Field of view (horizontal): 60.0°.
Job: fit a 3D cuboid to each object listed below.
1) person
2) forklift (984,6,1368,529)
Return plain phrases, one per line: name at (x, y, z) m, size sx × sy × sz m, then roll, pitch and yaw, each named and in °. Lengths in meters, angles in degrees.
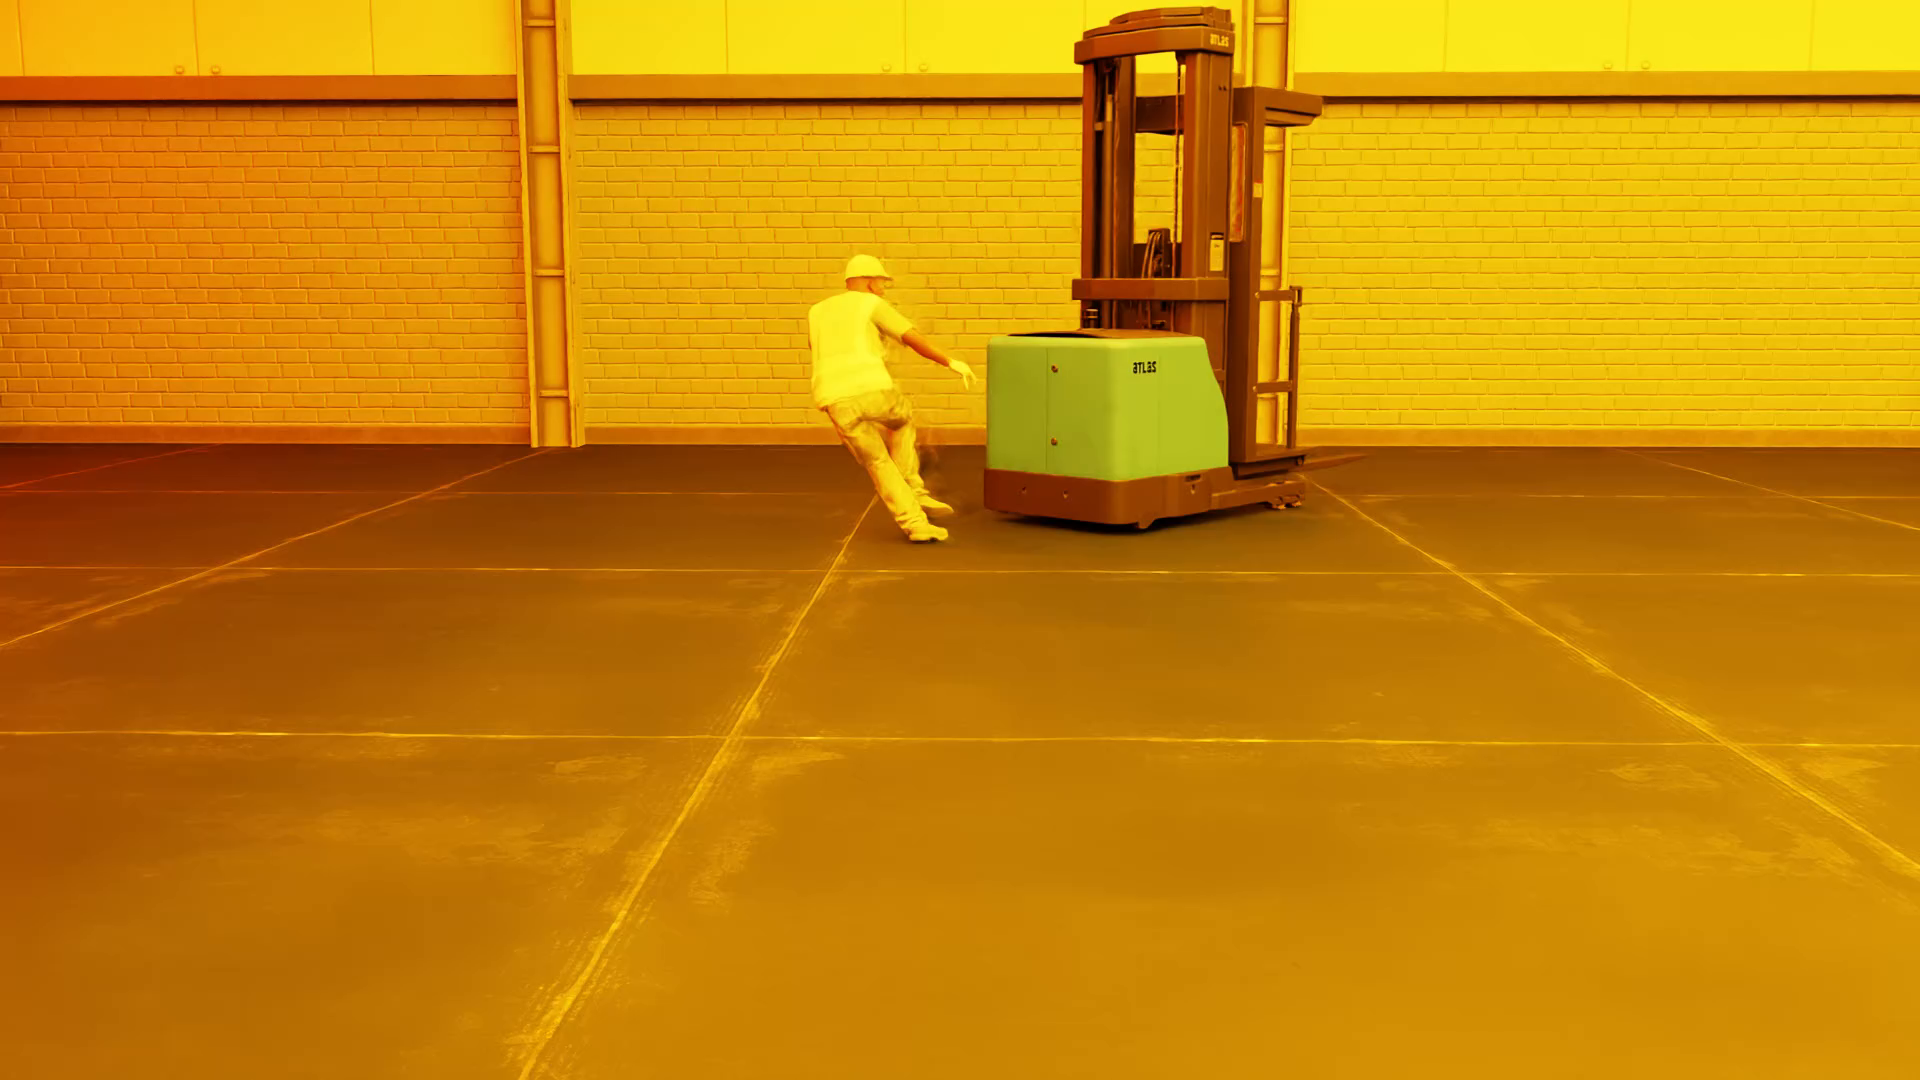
person at (-0.406, -0.795, 9.169) m, size 1.023 × 1.535 × 0.914 m, roll 2°, pitch 9°, yaw 14°
forklift at (1.510, -1.678, 10.279) m, size 1.130 × 2.935 × 3.031 m, roll 8°, pitch 12°, yaw 42°
